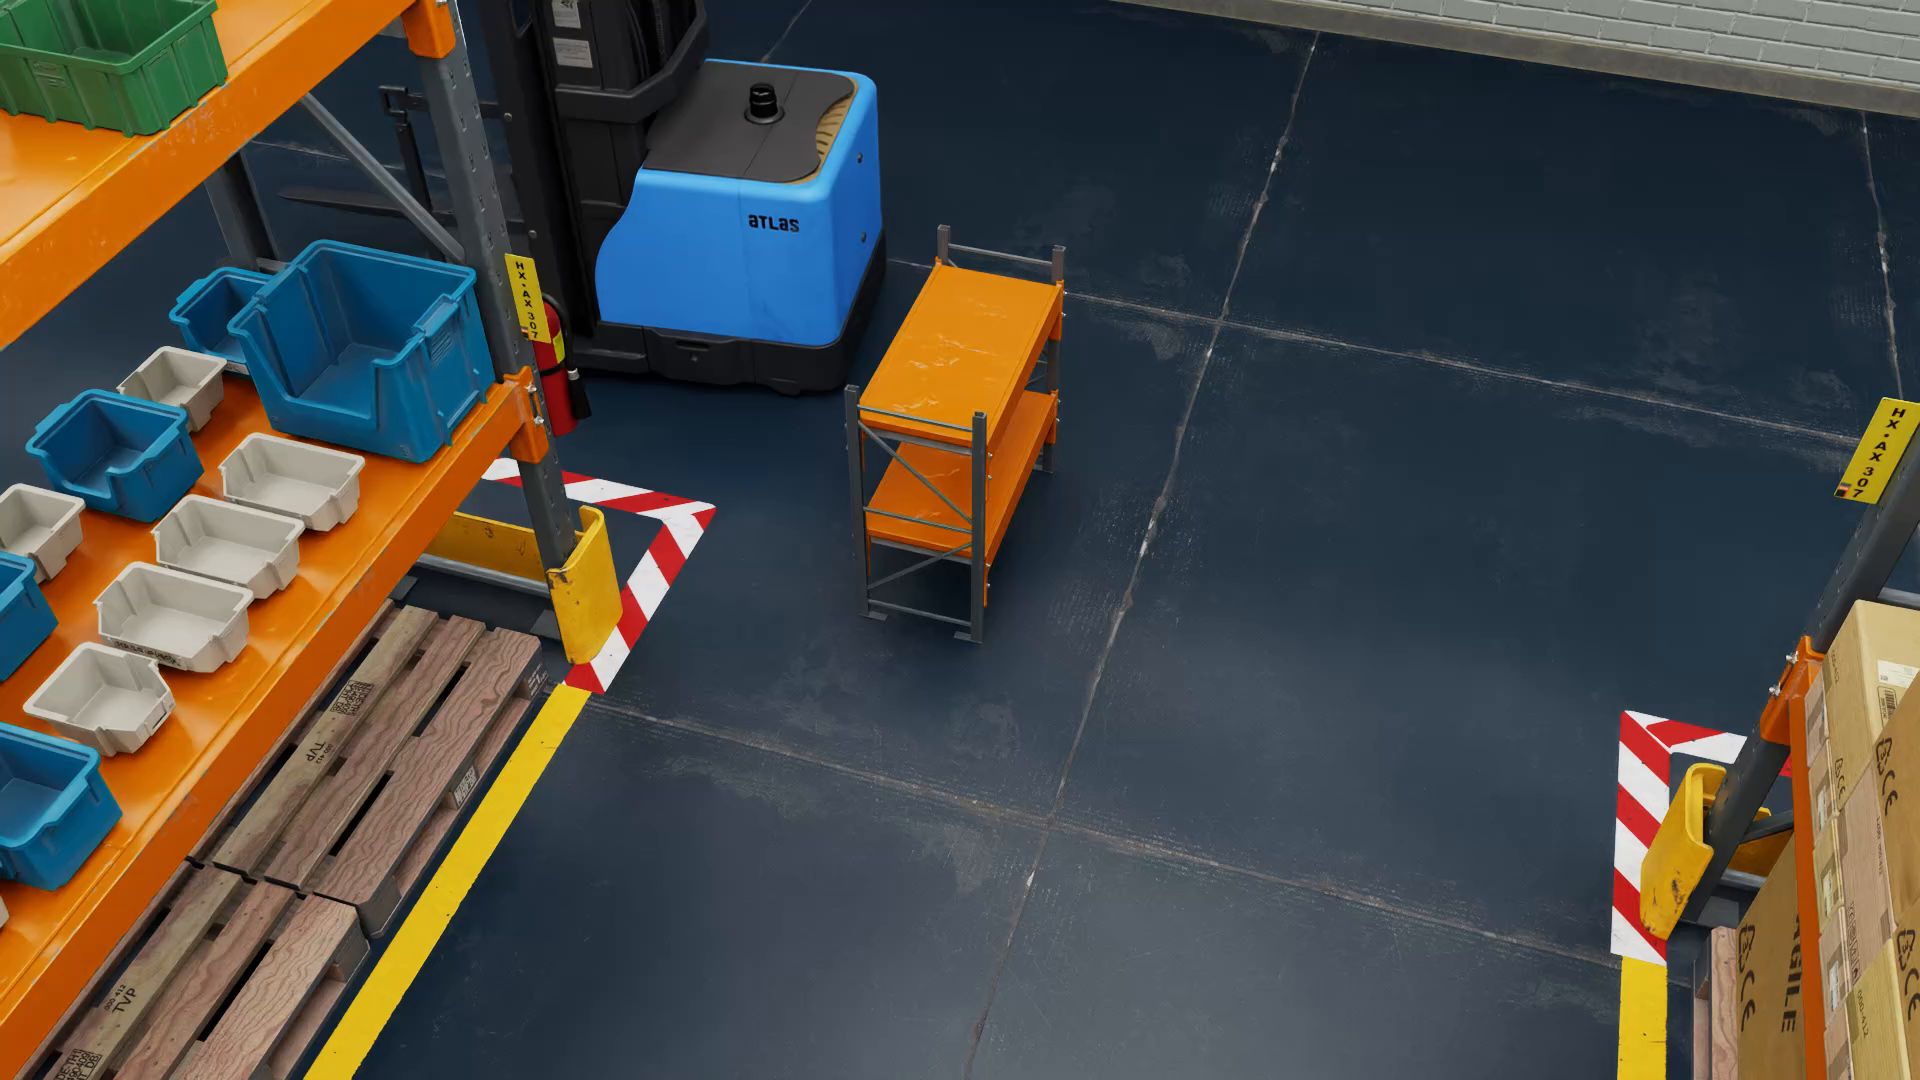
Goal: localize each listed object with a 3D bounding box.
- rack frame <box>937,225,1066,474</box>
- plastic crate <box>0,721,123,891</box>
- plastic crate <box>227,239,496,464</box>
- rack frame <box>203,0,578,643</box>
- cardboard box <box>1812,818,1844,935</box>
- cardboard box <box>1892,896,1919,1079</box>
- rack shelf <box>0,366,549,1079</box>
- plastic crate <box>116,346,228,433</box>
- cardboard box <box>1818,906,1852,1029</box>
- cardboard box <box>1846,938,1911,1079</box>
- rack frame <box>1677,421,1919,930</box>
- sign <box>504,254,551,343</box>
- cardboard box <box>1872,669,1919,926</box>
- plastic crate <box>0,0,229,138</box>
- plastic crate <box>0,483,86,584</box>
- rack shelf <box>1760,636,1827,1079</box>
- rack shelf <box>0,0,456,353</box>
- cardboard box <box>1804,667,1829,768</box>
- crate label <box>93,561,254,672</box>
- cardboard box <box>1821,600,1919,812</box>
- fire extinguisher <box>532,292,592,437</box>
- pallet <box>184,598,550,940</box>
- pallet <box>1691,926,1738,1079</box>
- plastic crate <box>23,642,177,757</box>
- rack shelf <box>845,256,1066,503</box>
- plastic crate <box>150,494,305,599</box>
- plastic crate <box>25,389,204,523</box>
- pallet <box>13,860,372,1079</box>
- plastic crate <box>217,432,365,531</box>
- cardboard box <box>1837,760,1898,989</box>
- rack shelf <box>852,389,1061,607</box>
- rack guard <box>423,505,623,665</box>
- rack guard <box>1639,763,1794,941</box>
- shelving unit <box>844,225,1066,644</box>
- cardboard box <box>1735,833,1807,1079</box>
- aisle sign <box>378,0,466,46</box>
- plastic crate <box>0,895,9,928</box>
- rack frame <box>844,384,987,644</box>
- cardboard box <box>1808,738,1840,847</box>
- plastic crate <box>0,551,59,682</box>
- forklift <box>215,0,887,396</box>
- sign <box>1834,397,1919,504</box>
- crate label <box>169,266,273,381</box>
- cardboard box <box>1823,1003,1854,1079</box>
[{"bbox_3d":[0.156,-0.745,6.707,0.500,1.125,0.032,13,46,13],"label":"rack frame"},{"bbox_3d":[-2.274,0.652,4.016,0.416,0.233,0.300,13,46,13],"label":"plastic crate"},{"bbox_3d":[-1.820,-0.581,5.131,0.616,0.435,0.499,13,46,13],"label":"plastic crate"},{"bbox_3d":[-1.897,-0.810,5.433,1.000,3.000,0.127,13,46,13],"label":"rack frame"},{"bbox_3d":[2.248,0.838,3.929,0.380,0.149,0.250,12,46,12],"label":"cardboard box"},{"bbox_3d":[2.118,0.861,3.084,0.500,0.500,0.500,11,46,11],"label":"cardboard box"},{"bbox_3d":[-2.502,0.780,4.322,1.077,0.370,4.000,13,46,13],"label":"rack shelf"},{"bbox_3d":[-2.461,-0.446,5.207,0.250,0.136,0.298,13,46,13],"label":"plastic crate"},{"bbox_3d":[2.170,1.012,3.751,0.380,0.149,0.250,12,46,12],"label":"cardboard box"},{"bbox_3d":[2.114,1.131,3.344,0.500,0.250,0.500,11,45,11],"label":"cardboard box"},{"bbox_3d":[2.824,0.239,4.361,1.000,3.000,0.127,13,46,13],"label":"rack frame"},{"bbox_3d":[-1.368,-0.762,5.268,0.100,0.325,0.005,13,46,13],"label":"sign"},{"bbox_3d":[2.270,0.515,3.438,0.500,0.500,0.500,12,46,12],"label":"cardboard box"},{"bbox_3d":[-1.923,-1.088,3.724,0.450,0.188,0.336,13,46,13],"label":"plastic crate"},{"bbox_3d":[-2.667,0.006,4.744,0.250,0.136,0.298,13,46,13],"label":"plastic crate"},{"bbox_3d":[2.218,1.830,3.250,1.077,0.370,4.000,13,46,13],"label":"rack shelf"},{"bbox_3d":[-2.502,-0.292,3.273,1.077,0.370,4.000,13,46,13],"label":"rack shelf"},{"bbox_3d":[2.402,0.496,4.278,0.380,0.149,0.250,13,46,13],"label":"cardboard box"},{"bbox_3d":[-2.134,0.226,4.520,0.396,0.136,0.243,13,46,13],"label":"crate label"},{"bbox_3d":[2.421,0.449,4.041,0.500,0.250,0.500,11,46,11],"label":"cardboard box"},{"bbox_3d":[-1.418,-0.653,5.595,0.296,0.674,0.183,13,46,13],"label":"fire extinguisher"},{"bbox_3d":[-2.183,0.728,5.855,1.003,0.211,1.213,13,46,13],"label":"pallet"},{"bbox_3d":[2.656,1.786,4.774,1.003,0.211,1.213,13,46,13],"label":"pallet"},{"bbox_3d":[-2.206,0.427,4.314,0.298,0.136,0.250,13,46,13],"label":"plastic crate"},{"bbox_3d":[0.002,-0.616,6.156,0.538,0.278,1.000,13,46,13],"label":"rack shelf"},{"bbox_3d":[-2.073,0.035,4.715,0.396,0.136,0.243,13,46,13],"label":"plastic crate"},{"bbox_3d":[-2.485,-0.238,4.925,0.416,0.233,0.300,13,46,13],"label":"plastic crate"},{"bbox_3d":[-2.555,1.539,5.026,1.003,0.211,1.213,13,46,13],"label":"pallet"},{"bbox_3d":[-1.971,-0.155,4.909,0.396,0.136,0.243,13,46,13],"label":"plastic crate"},{"bbox_3d":[2.270,0.797,3.685,0.500,0.250,0.500,12,46,12],"label":"cardboard box"},{"bbox_3d":[0.002,-0.232,6.532,0.538,0.278,1.000,13,46,13],"label":"rack shelf"},{"bbox_3d":[-1.902,0.065,6.326,1.175,0.500,0.348,13,46,13],"label":"rack guard"},{"bbox_3d":[2.831,1.117,5.251,1.175,0.500,0.348,13,46,13],"label":"rack guard"},{"bbox_3d":[0.002,-0.407,6.361,0.538,1.125,1.048,13,46,13],"label":"shelving unit"},{"bbox_3d":[2.706,1.292,4.504,0.875,0.875,0.875,13,46,13],"label":"cardboard box"},{"bbox_3d":[-1.596,-1.725,4.509,0.394,0.787,0.004,13,46,13],"label":"aisle sign"},{"bbox_3d":[-2.470,0.899,3.729,0.437,0.282,0.530,13,46,13],"label":"plastic crate"},{"bbox_3d":[-0.152,-0.068,6.015,0.500,1.125,0.032,13,46,13],"label":"rack frame"},{"bbox_3d":[2.325,0.667,4.103,0.380,0.149,0.250,12,46,12],"label":"cardboard box"},{"bbox_3d":[-2.684,0.201,4.477,0.416,0.233,0.300,13,46,13],"label":"plastic crate"},{"bbox_3d":[-1.920,-2.196,6.899,3.031,2.935,1.130,8,45,8],"label":"forklift"},{"bbox_3d":[2.297,-0.220,4.154,0.100,0.325,0.005,13,46,13],"label":"sign"},{"bbox_3d":[-2.285,-0.677,5.373,0.416,0.233,0.303,13,46,13],"label":"crate label"},{"bbox_3d":[2.092,1.181,3.578,0.380,0.149,0.250,12,46,12],"label":"cardboard box"}]
